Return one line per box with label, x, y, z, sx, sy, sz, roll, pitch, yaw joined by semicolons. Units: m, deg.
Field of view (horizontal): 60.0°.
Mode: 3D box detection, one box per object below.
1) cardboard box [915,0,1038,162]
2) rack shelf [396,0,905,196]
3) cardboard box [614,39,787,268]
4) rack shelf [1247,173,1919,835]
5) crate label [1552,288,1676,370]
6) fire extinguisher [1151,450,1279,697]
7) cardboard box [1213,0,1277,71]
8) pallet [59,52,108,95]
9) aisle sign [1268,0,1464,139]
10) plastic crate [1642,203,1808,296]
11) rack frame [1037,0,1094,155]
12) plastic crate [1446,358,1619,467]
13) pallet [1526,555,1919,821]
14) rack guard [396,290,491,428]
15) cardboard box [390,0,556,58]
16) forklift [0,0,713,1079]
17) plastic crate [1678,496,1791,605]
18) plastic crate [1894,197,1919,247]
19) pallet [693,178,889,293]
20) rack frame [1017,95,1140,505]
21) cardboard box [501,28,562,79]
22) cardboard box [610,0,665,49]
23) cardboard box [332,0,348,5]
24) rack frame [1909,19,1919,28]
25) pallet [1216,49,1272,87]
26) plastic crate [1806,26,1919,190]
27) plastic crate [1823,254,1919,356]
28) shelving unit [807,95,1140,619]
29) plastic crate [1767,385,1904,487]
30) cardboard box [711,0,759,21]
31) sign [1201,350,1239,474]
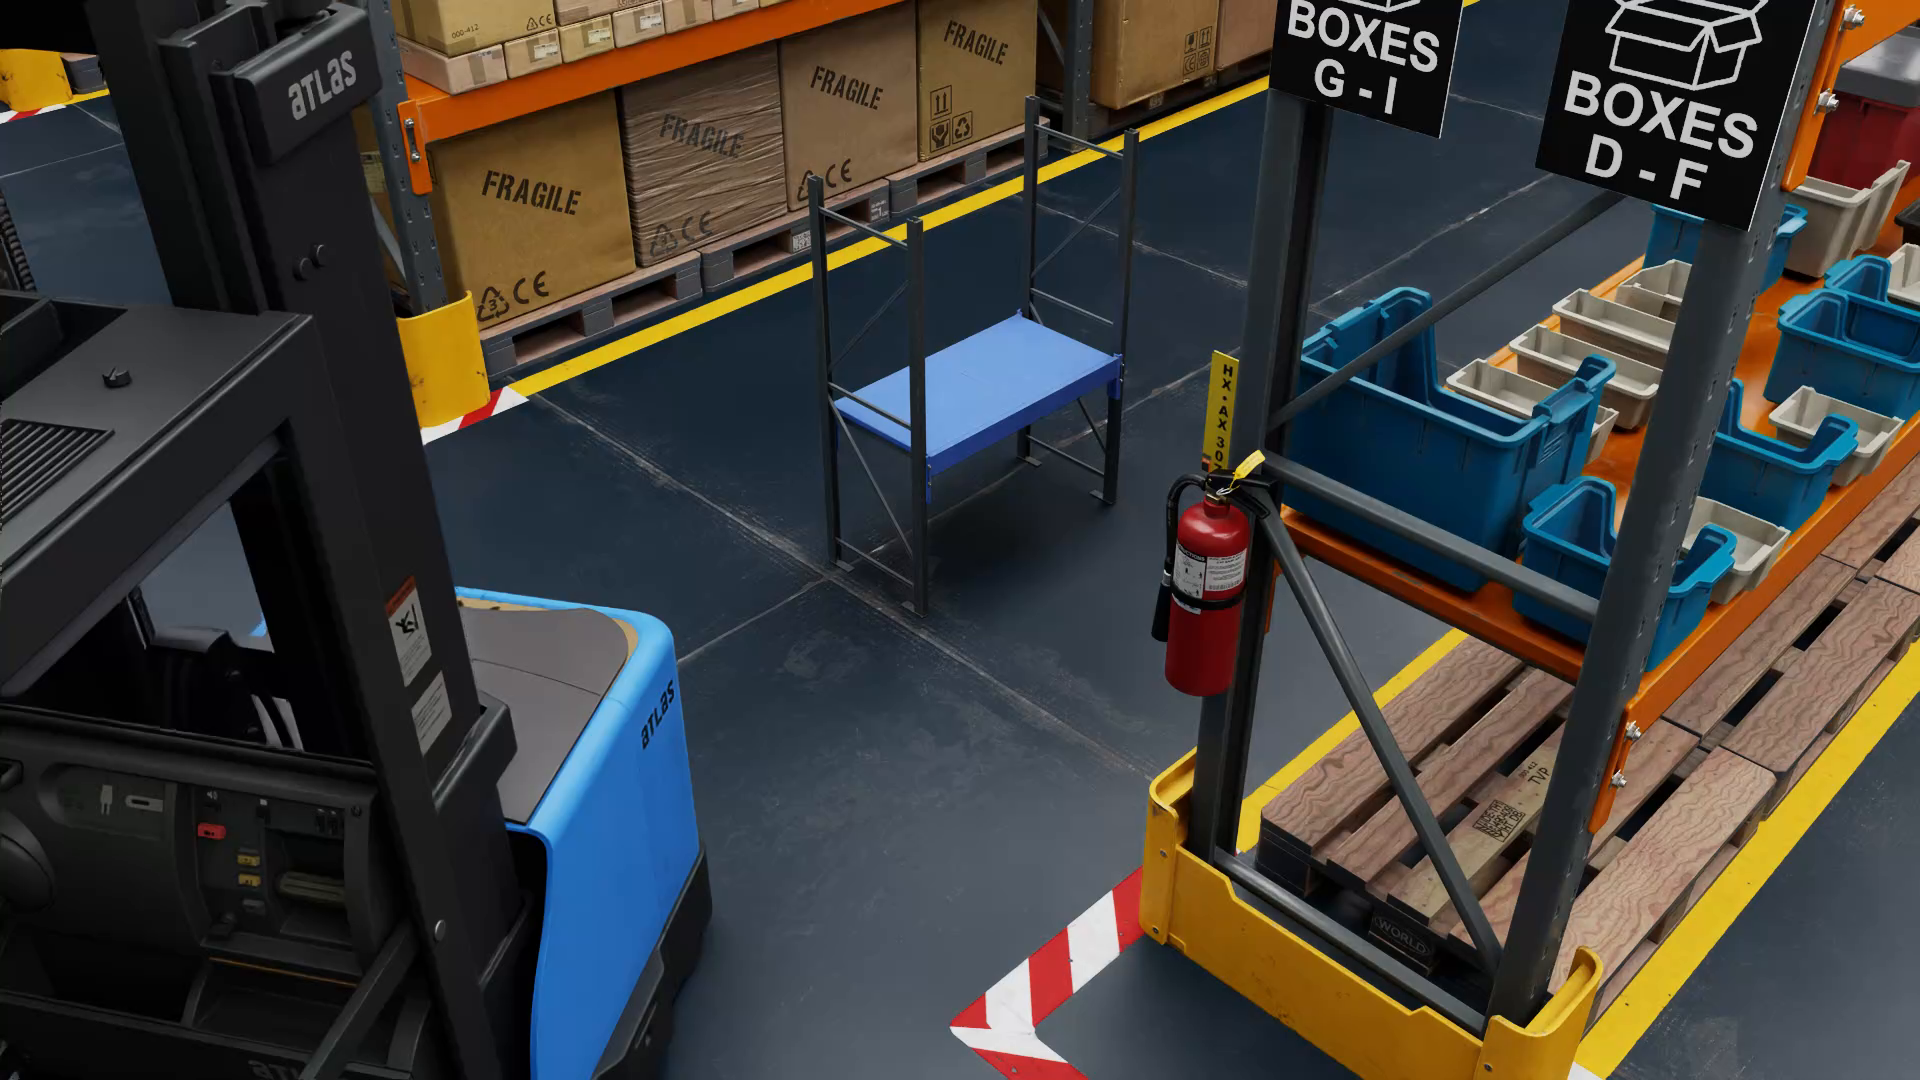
cardboard box;-0.198;-2.686;8.970;0.875;0.875;0.875;30;45;35
rack shelf;-1.085;-2.514;7.862;1.077;0.370;4.000;30;45;35
cardboard box;-1.459;-1.960;7.928;0.875;0.875;0.875;30;45;35
rack shelf;2.429;-0.518;5.000;1.077;0.370;4.000;30;45;35
crate label;1.860;-0.556;4.604;0.396;0.136;0.243;30;45;35
fire extinguisher;0.592;0.061;3.933;0.296;0.674;0.183;30;45;35
cardboard box;1.389;-3.553;10.213;1.225;0.875;0.875;28;44;34
pallet;-5.292;-3.240;10.712;1.003;0.211;1.213;30;45;35
aisle sign;0.762;-1.156;3.013;0.394;0.787;0.004;30;45;35
plastic crate;2.285;-0.894;5.004;0.416;0.233;0.300;30;45;35
rack frame;0.324;-3.621;8.820;1.000;3.000;0.127;30;45;35
plastic crate;1.466;-0.322;4.267;0.396;0.136;0.243;30;45;35
pallet;2.488;0.330;5.592;1.003;0.211;1.213;30;45;35
rack guard;-2.511;-0.962;7.193;1.175;0.500;0.348;30;45;35
cardboard box;-1.965;-2.144;6.573;0.500;0.250;0.500;28;44;34
forklift;-1.509;0.627;2.788;1.130;2.935;3.031;7;36;10
plastic crate;1.713;0.018;3.780;0.250;0.136;0.298;30;45;35
plastic crate;3.241;-0.974;5.213;0.437;0.125;0.590;30;45;35
pallet;-1.127;-1.703;8.507;1.003;0.211;1.213;30;45;35
rack frame;0.418;-0.856;6.167;0.500;1.500;0.032;30;45;35
cardboard box;-1.830;-2.010;6.730;0.380;0.149;0.250;29;44;35
cardboard box;-1.467;-2.221;7.032;0.380;0.149;0.250;29;44;35
cardboard box;-2.341;-2.362;6.885;0.500;0.250;0.500;29;44;35
rack frame;3.839;-1.625;5.958;1.000;3.000;0.127;30;45;35
pallet;1.674;-3.319;10.824;1.003;0.211;1.213;30;45;35
plastic crate;3.032;-1.415;5.548;0.402;0.464;0.583;30;45;35
plastic crate;2.567;-0.581;4.555;0.416;0.233;0.300;30;45;35
shelving unit;0.060;-0.650;5.871;0.538;1.500;1.048;30;45;35
plastic crate;2.191;-0.257;4.175;0.250;0.136;0.298;30;45;35
cardboard box;-1.106;-2.428;7.330;0.380;0.149;0.250;29;44;35
sign;0.619;-0.283;3.891;0.100;0.325;0.005;30;45;35
